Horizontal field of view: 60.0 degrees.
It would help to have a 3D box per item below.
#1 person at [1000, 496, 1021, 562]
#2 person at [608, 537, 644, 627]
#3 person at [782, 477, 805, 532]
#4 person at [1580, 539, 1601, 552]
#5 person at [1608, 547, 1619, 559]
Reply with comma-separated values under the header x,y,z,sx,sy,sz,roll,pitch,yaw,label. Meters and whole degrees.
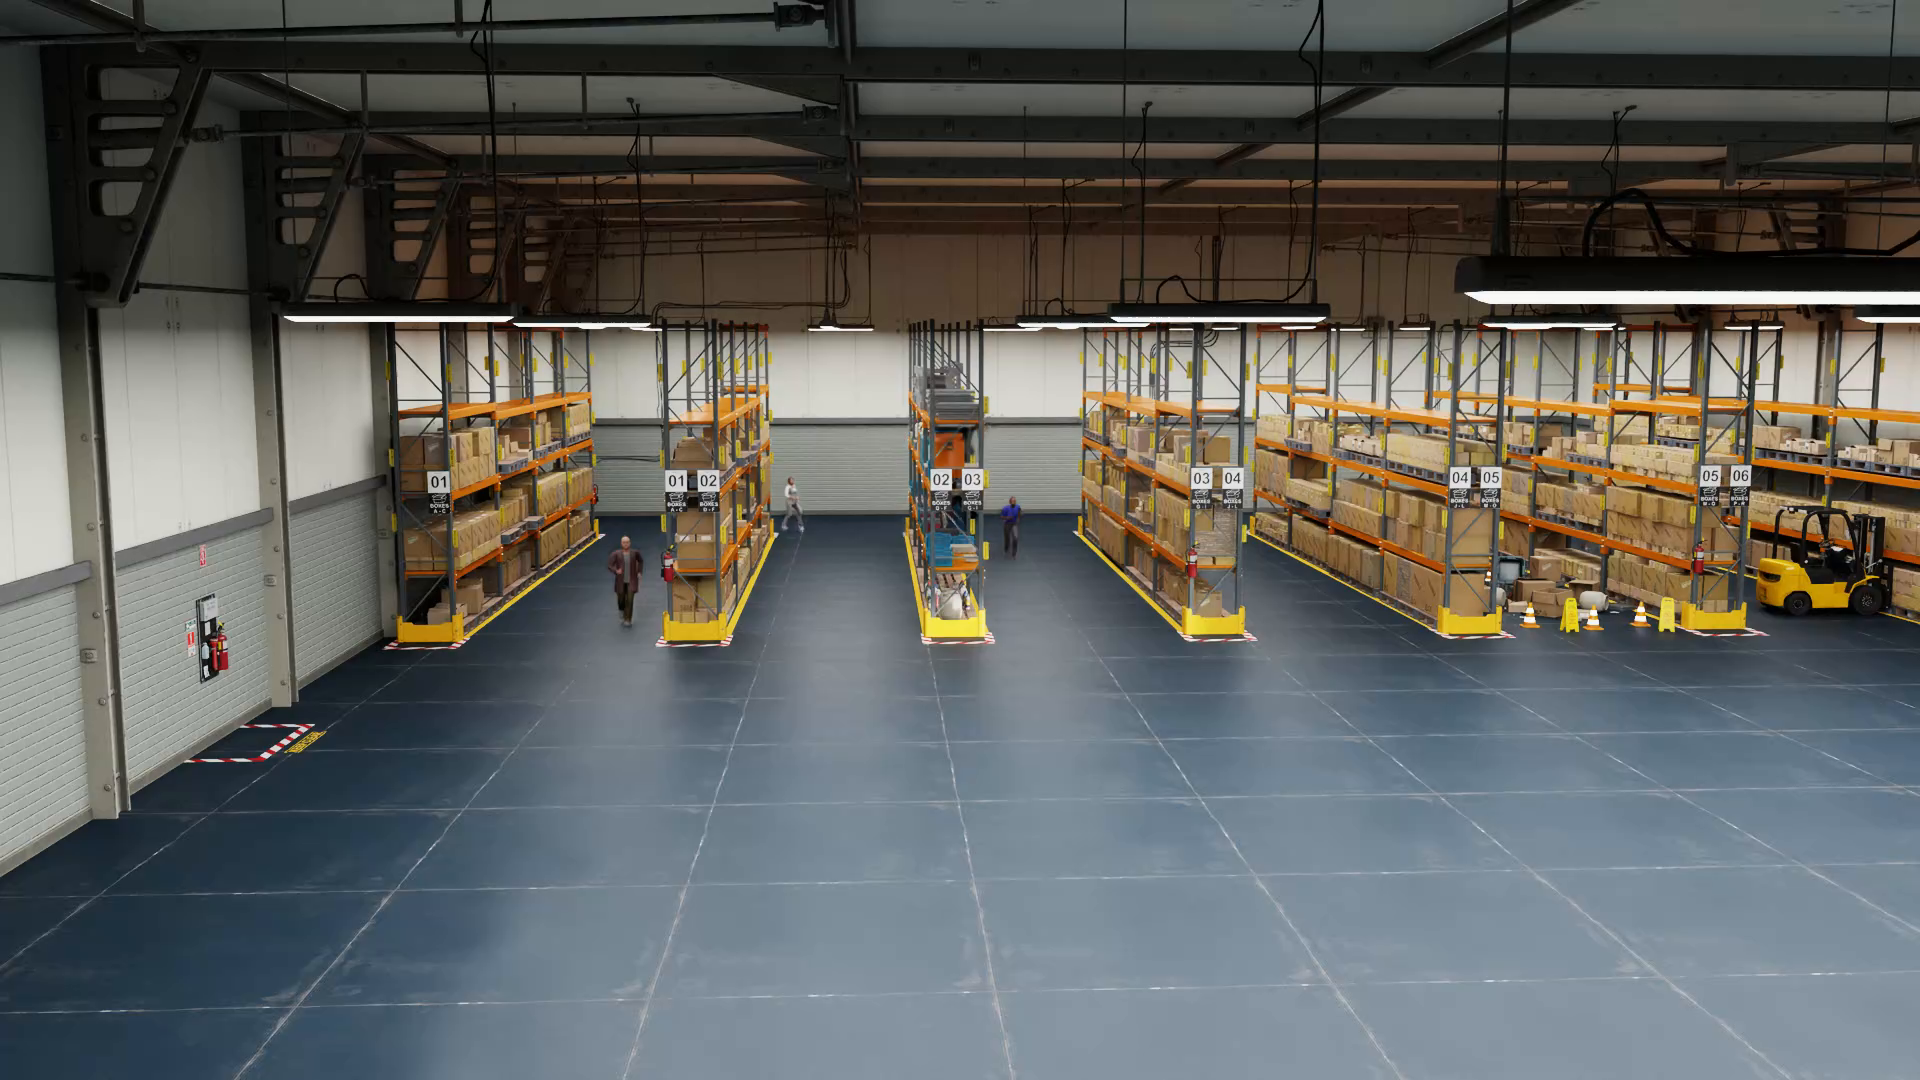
x,y,z,sx,sy,sz,roll,pitch,yaw,label
1.280,-0.301,42.378,0.577,1.666,0.953,-1,7,-8,person
-6.588,0.802,32.829,0.712,1.745,0.835,-2,7,-14,person
-4.907,-1.037,48.388,0.735,1.623,0.543,5,9,36,person
16.574,-0.485,43.413,0.553,1.693,0.909,-3,7,-20,person
16.042,-0.148,40.651,0.635,1.762,0.871,-1,7,-11,person
